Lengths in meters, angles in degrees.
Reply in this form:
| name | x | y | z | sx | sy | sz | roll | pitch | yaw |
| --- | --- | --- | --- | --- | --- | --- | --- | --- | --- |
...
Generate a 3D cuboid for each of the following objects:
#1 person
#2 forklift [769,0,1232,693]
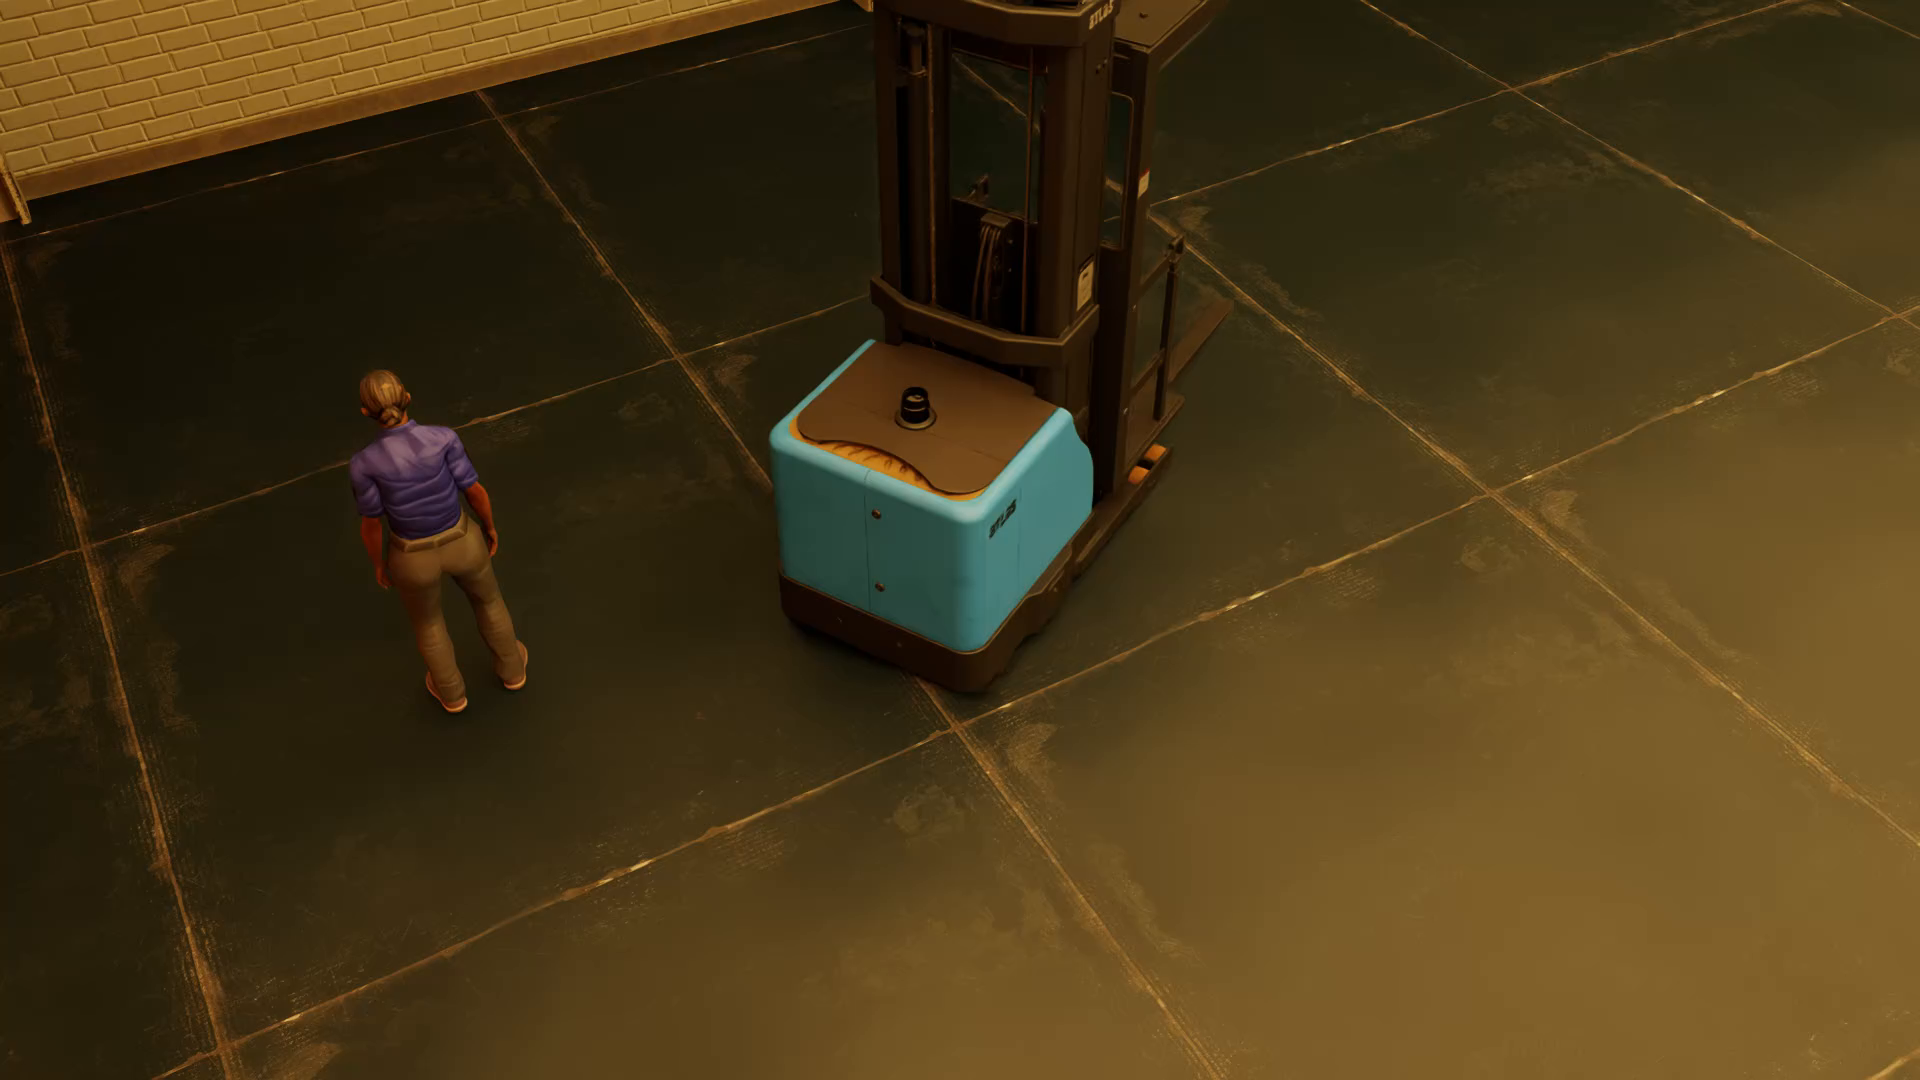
| name | x | y | z | sx | sy | sz | roll | pitch | yaw |
| --- | --- | --- | --- | --- | --- | --- | --- | --- | --- |
| person | -2.088 | 0.025 | 6.613 | 0.507 | 1.653 | 0.352 | -19 | 46 | -19 |
| forklift | 0.391 | -1.414 | 7.222 | 1.130 | 2.935 | 3.031 | 22 | 47 | 22 |
